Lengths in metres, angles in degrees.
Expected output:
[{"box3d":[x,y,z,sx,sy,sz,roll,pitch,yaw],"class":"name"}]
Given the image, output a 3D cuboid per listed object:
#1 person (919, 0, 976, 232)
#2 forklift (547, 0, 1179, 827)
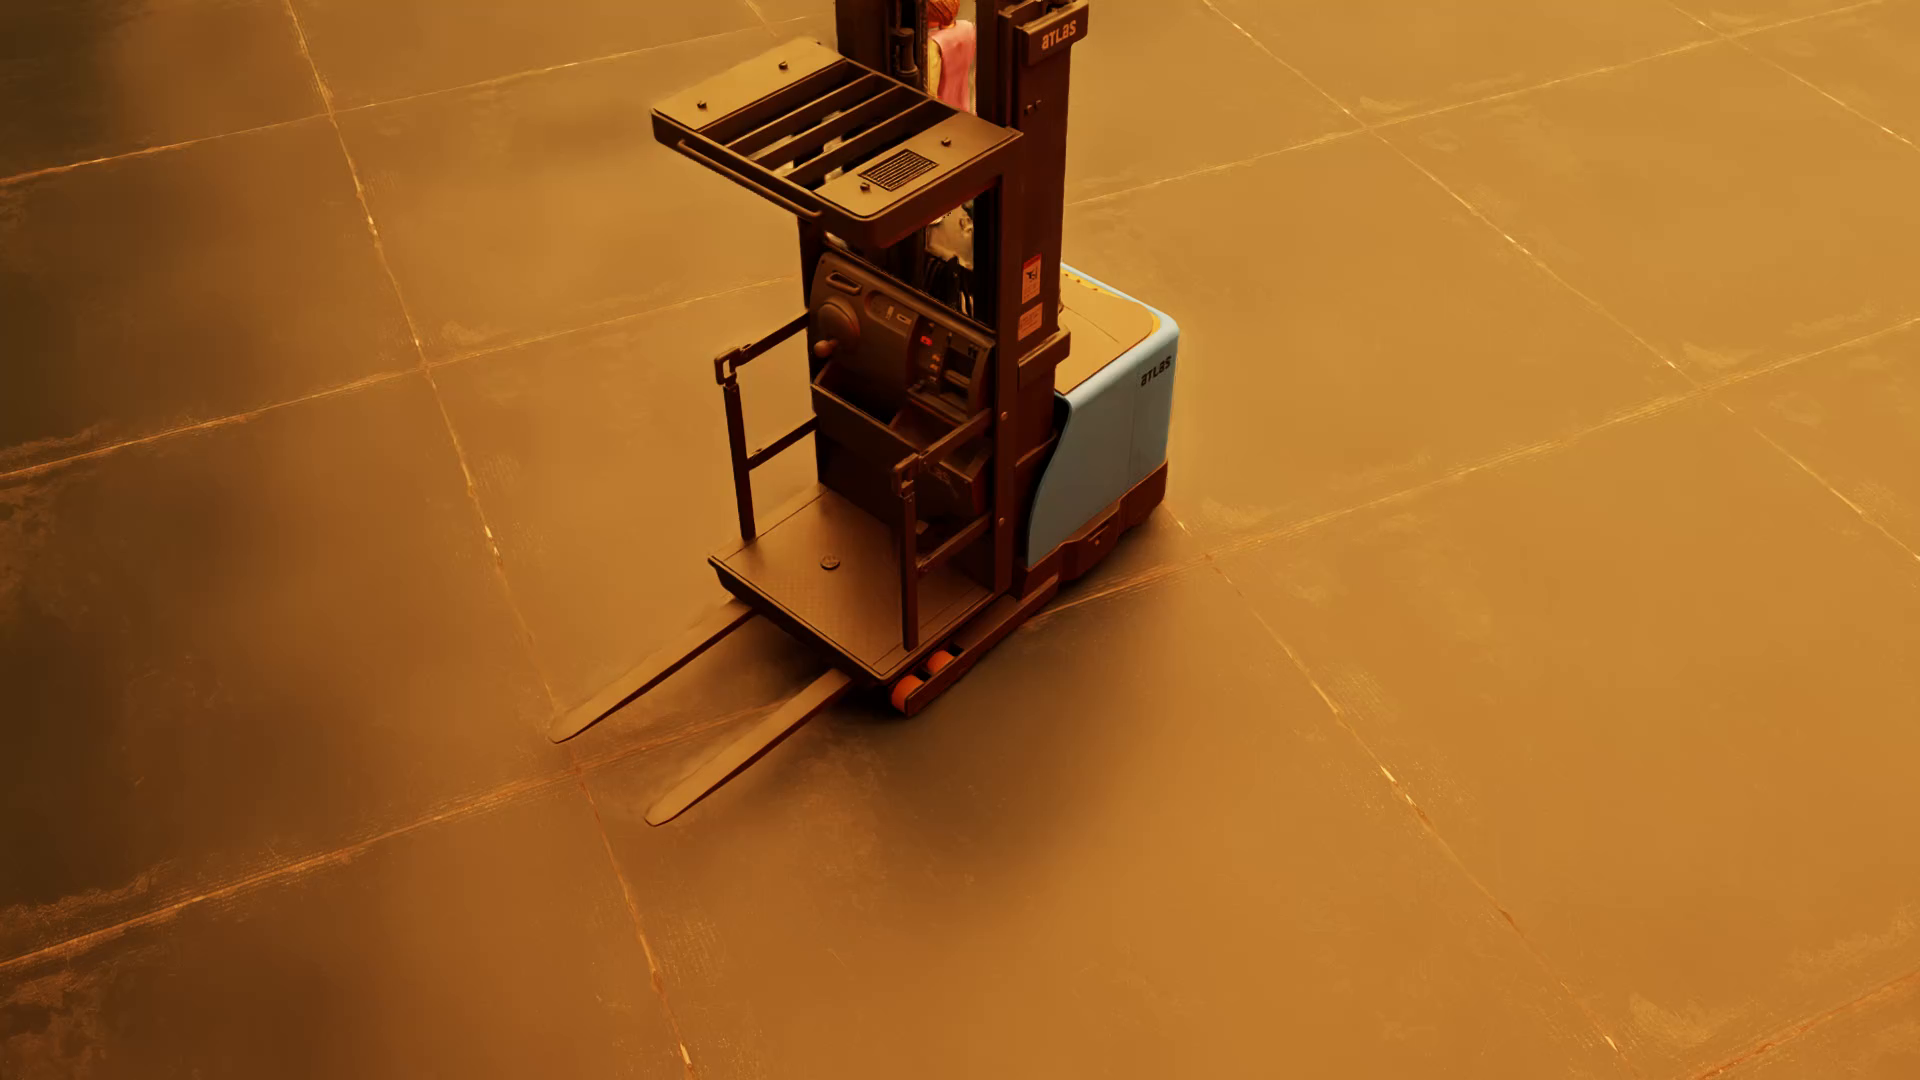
[{"box3d":[-0.118,-2.358,9.254,0.494,1.524,0.659,-20,47,-20],"class":"person"},{"box3d":[-0.388,-0.730,6.462,1.130,2.935,3.031,32,52,30],"class":"forklift"}]
